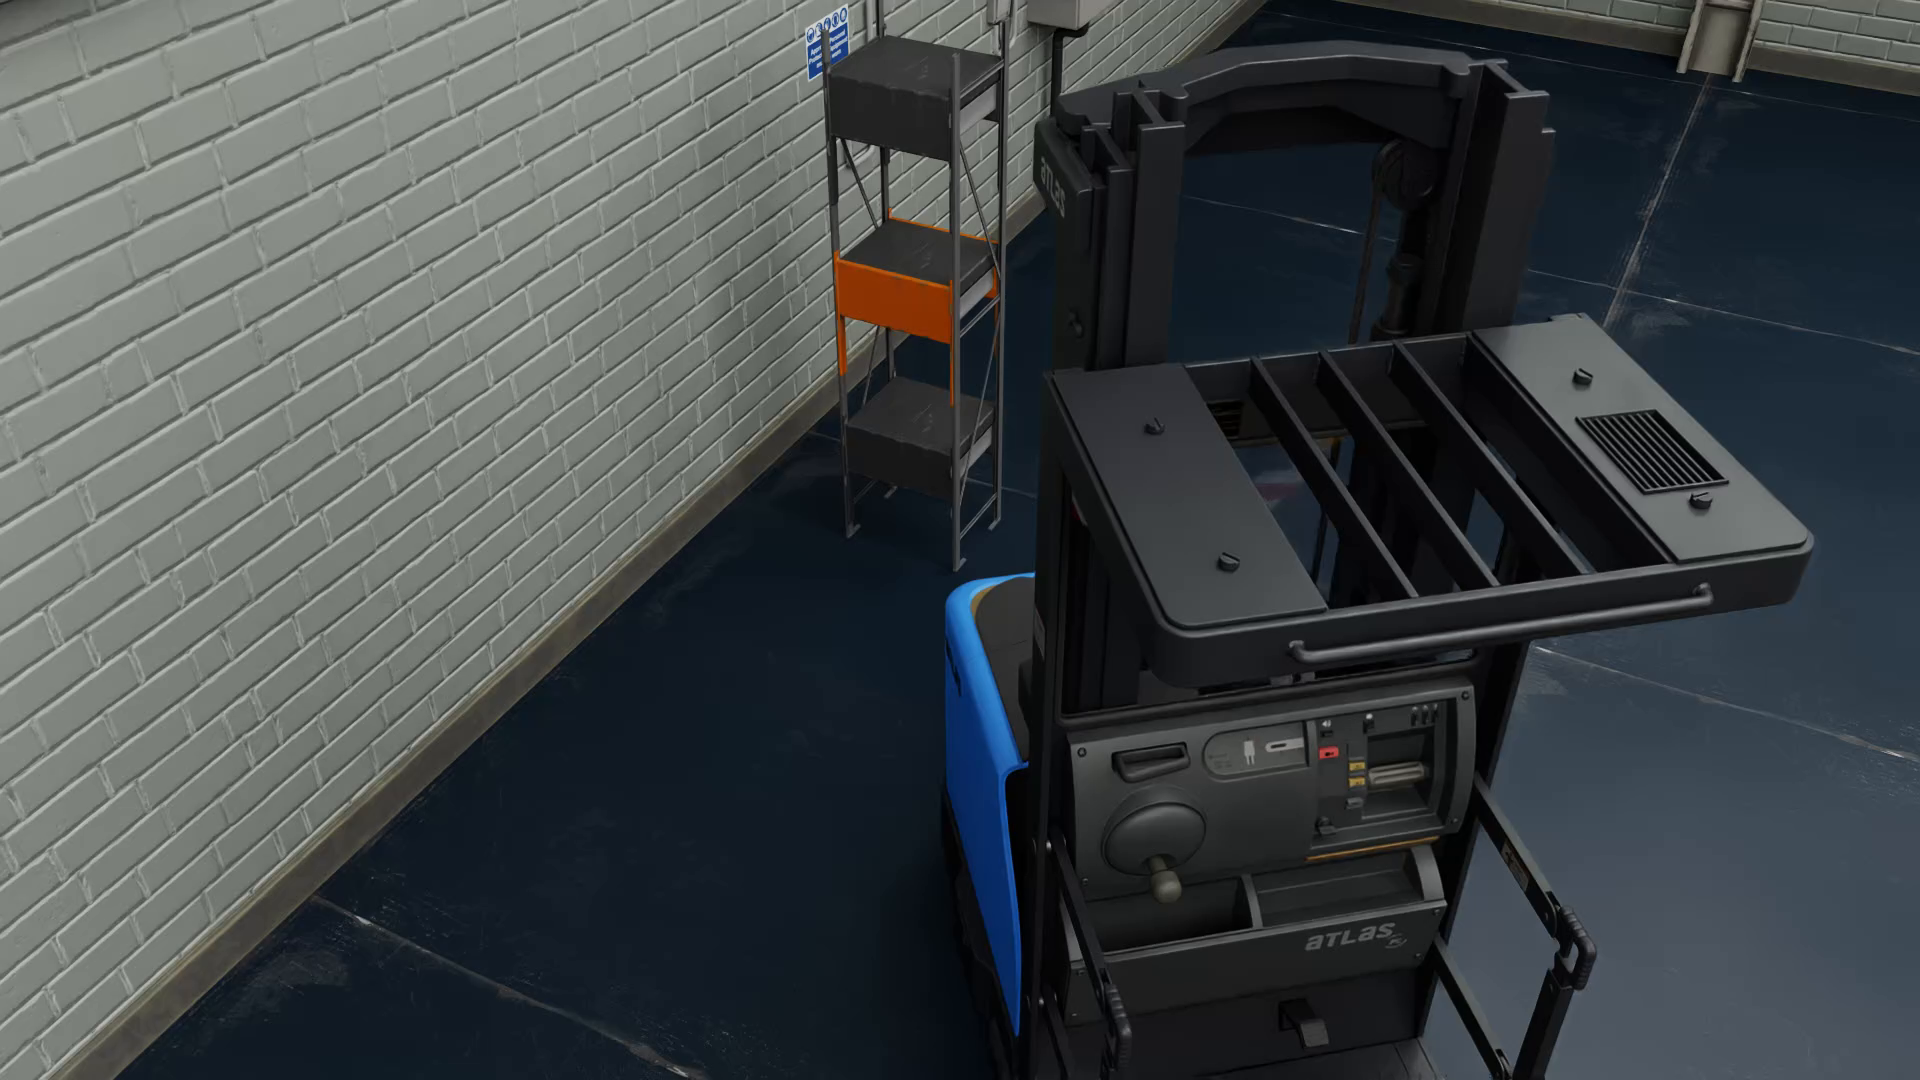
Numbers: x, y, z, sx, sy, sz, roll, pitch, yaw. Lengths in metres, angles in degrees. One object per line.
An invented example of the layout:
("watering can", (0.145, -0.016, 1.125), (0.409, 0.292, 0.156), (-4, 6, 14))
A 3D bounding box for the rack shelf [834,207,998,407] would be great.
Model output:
("rack shelf", (-0.147, -0.872, 6.184), (0.480, 0.518, 0.431), (17, 41, 21))

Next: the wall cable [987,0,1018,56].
("wall cable", (0.189, -3.069, 7.472), (0.122, 1.984, 0.588), (17, 41, 21))

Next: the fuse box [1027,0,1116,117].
("fuse box", (0.642, -2.474, 8.594), (0.414, 1.711, 0.539), (17, 41, 21))

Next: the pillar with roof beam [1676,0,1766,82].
("pillar with roof beam", (2.884, -4.322, 5.001), (0.400, 9.000, 9.100), (17, 41, 21))

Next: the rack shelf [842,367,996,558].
("rack shelf", (-0.147, -0.314, 6.607), (0.480, 0.518, 0.431), (17, 41, 21))

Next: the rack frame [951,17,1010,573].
("rack frame", (0.070, -0.815, 6.086), (0.015, 2.100, 0.400), (17, 41, 21))

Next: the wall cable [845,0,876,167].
("wall cable", (-0.453, -2.317, 6.455), (0.123, 1.953, 0.585), (17, 41, 21))

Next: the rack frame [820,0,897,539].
("rack frame", (-0.364, -0.950, 6.265), (0.015, 2.100, 0.400), (17, 41, 21))

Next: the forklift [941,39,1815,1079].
("forklift", (0.742, 0.624, 3.504), (1.130, 2.935, 3.031), (-7, 38, -9))

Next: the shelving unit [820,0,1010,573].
("shelving unit", (-0.147, -0.882, 6.176), (0.503, 2.100, 0.431), (17, 41, 21))

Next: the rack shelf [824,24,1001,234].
("rack shelf", (-0.147, -1.429, 5.761), (0.480, 0.518, 0.431), (17, 41, 21))

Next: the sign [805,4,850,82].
("sign", (-0.530, -1.998, 6.678), (0.001, 0.218, 0.327), (17, 41, 21))
